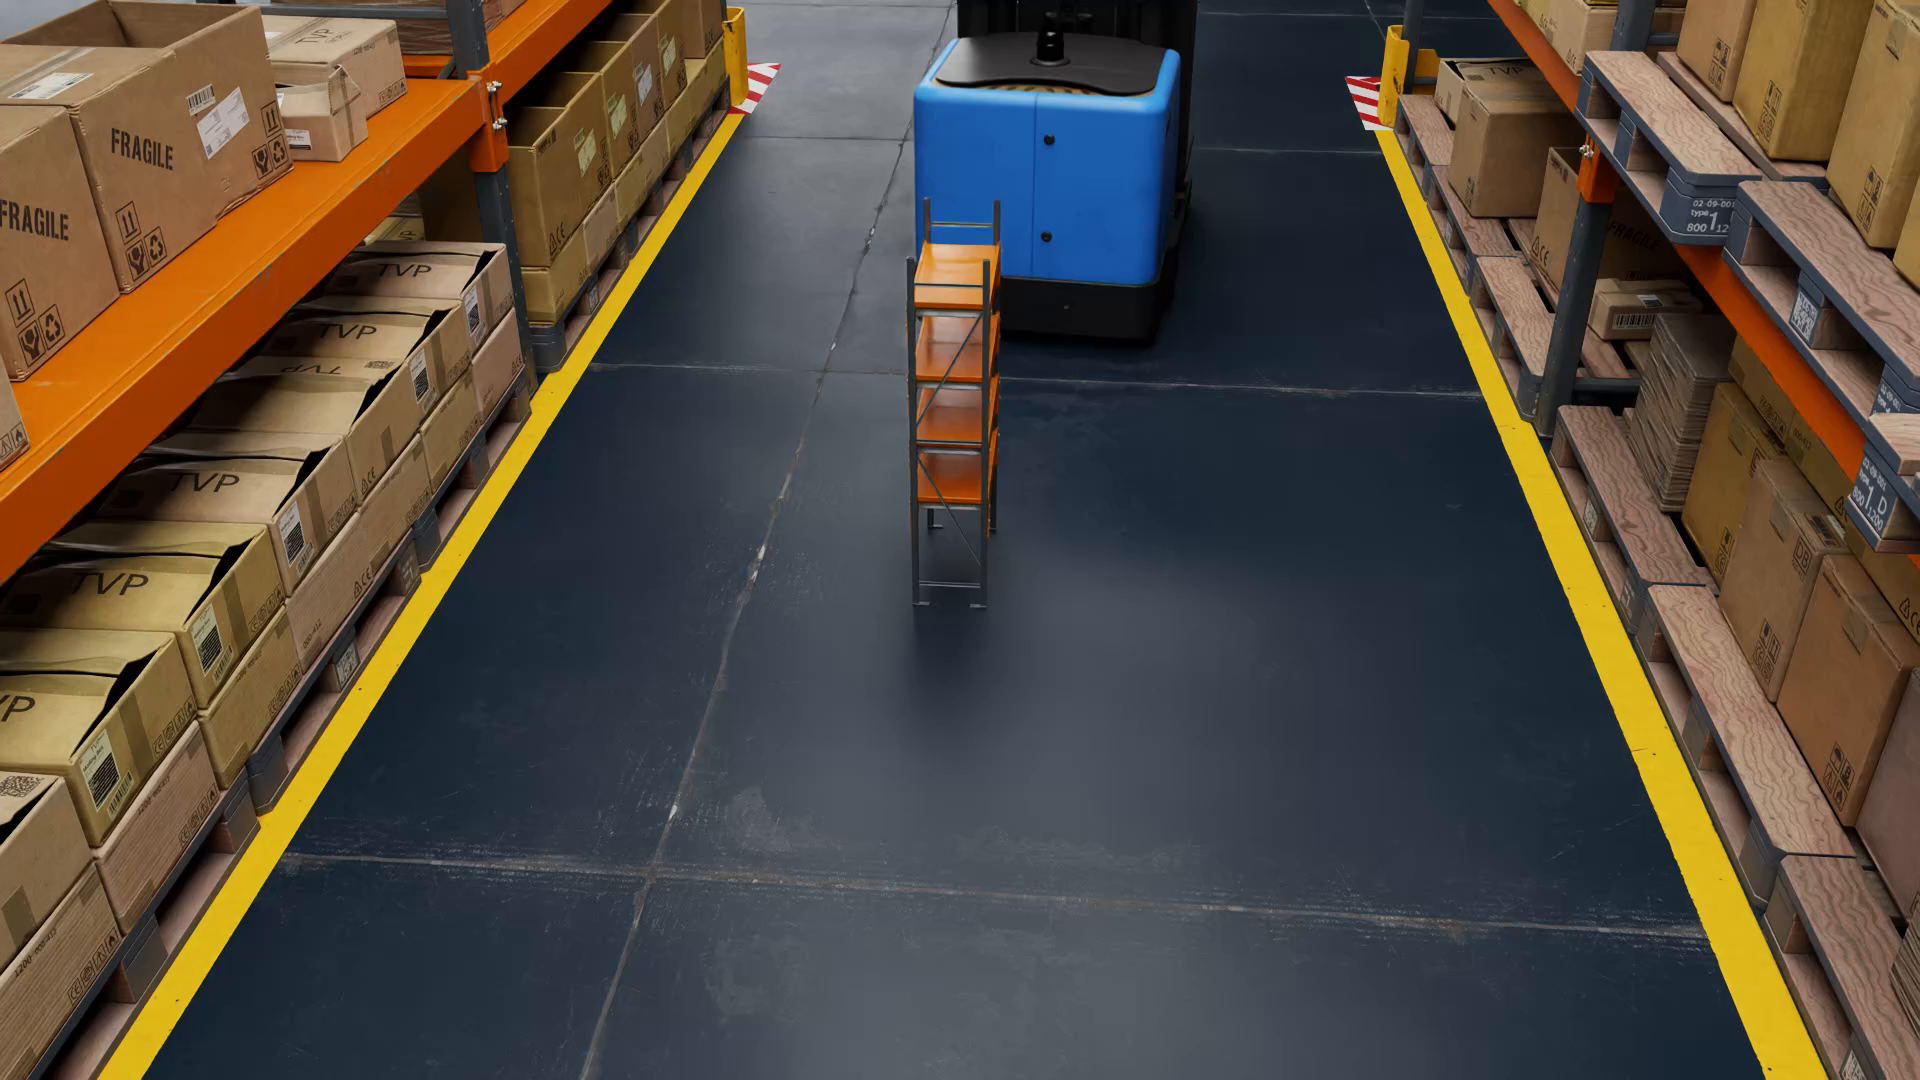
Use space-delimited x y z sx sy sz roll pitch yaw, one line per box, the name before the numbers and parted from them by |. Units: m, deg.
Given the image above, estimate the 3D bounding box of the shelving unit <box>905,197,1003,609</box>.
shelving unit | -0.013 -0.424 5.295 0.258 1.200 0.503 2 32 4

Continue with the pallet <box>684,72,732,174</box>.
pallet | -1.907 -2.386 9.420 1.003 0.211 1.213 2 32 4

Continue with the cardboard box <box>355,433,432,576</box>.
cardboard box | -2.042 -0.130 5.323 0.500 0.250 0.500 3 32 5

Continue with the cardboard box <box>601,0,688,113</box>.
cardboard box | -1.701 -2.486 8.430 0.500 0.500 0.500 2 32 4

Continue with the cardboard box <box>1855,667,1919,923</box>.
cardboard box | 2.564 0.652 3.796 0.700 0.500 0.500 2 32 4

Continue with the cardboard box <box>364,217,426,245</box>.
cardboard box | -2.393 -1.143 6.966 0.500 0.250 0.500 2 32 4

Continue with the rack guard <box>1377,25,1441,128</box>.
rack guard | 3.044 -2.661 9.592 1.175 0.500 0.348 2 32 4

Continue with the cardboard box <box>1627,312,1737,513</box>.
cardboard box | 2.682 -0.411 5.521 0.700 0.500 0.500 3 32 6

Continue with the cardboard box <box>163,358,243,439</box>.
cardboard box | -2.581 -0.392 5.214 0.500 0.311 0.500 1 32 2

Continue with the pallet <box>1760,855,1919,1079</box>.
pallet | 2.464 1.197 3.607 1.003 0.211 1.213 2 32 4

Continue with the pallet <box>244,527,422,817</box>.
pallet | -2.330 0.331 5.012 1.003 0.211 1.213 2 32 4

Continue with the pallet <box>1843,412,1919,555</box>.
pallet | 2.351 0.123 2.875 1.213 0.211 1.003 2 32 4

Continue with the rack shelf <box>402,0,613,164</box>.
rack shelf | -2.050 -2.623 7.832 1.077 0.370 4.000 2 32 4

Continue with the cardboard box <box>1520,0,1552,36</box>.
cardboard box | 2.510 -2.139 6.486 0.500 0.250 0.500 3 32 4

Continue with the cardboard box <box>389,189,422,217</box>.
cardboard box | -2.340 -1.723 7.193 0.500 0.500 0.500 2 32 4

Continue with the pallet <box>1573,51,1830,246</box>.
pallet | 2.518 -1.198 5.018 1.003 0.211 1.213 2 32 4

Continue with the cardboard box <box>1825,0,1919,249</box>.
cardboard box | 2.574 -1.001 4.001 0.700 0.500 0.500 7 32 11

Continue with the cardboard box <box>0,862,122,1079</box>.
cardboard box | -2.203 0.939 3.588 0.500 0.250 0.500 2 32 4

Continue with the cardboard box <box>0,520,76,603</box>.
cardboard box | -2.661 0.141 4.348 0.500 0.311 0.500 2 32 4

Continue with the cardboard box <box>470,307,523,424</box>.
cardboard box | -1.957 -0.662 6.186 0.500 0.250 0.500 2 32 4

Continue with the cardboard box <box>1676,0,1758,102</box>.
cardboard box | 2.650 -1.639 5.035 0.700 0.500 0.500 3 32 4

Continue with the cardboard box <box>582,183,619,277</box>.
cardboard box | -1.827 -1.382 7.354 0.500 0.250 0.500 2 32 4

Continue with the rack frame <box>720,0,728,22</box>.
rack frame | -1.887 -3.975 9.341 1.000 3.000 0.127 2 32 4

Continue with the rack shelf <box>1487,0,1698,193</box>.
rack shelf | 2.888 -2.413 7.492 1.077 0.370 4.000 2 32 4

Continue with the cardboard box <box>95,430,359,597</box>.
cardboard box | -2.083 -0.110 4.756 0.500 0.311 0.500 2 32 3

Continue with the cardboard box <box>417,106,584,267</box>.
cardboard box | -1.863 -1.440 6.733 0.500 0.500 0.500 2 32 4

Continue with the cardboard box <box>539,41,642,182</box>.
cardboard box | -1.782 -1.963 7.581 0.500 0.500 0.500 2 32 4

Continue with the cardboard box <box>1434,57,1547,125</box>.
cardboard box | 2.905 -2.450 9.010 0.500 0.311 0.500 -1 32 -2

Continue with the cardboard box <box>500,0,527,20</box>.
cardboard box | -2.146 -2.434 6.745 0.700 0.500 0.500 2 32 3

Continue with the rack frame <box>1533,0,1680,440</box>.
rack frame | 2.725 -1.673 5.606 1.000 3.000 0.127 2 32 4

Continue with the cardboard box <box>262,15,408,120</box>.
cardboard box | -2.209 -1.560 5.565 0.500 0.250 0.500 4 32 7

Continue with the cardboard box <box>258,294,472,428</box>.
cardboard box | -1.996 -0.634 5.605 0.500 0.311 0.500 3 32 5

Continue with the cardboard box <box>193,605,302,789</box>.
cardboard box | -2.127 0.404 4.456 0.500 0.250 0.500 2 32 3

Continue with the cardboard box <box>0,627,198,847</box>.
cardboard box | -2.169 0.425 3.887 0.500 0.311 0.500 2 32 3

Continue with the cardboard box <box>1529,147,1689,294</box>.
cardboard box | 2.770 -1.341 7.030 0.500 0.500 0.500 0 32 0

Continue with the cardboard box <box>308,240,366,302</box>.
cardboard box | -2.495 -0.925 6.077 0.500 0.311 0.500 3 32 4

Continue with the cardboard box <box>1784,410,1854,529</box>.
cardboard box | 2.611 -0.228 4.509 0.500 0.250 0.500 2 32 3

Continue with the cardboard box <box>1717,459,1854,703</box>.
cardboard box | 2.608 0.126 4.649 0.700 0.500 0.500 3 32 5

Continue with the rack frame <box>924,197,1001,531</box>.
rack frame | 0.006 -0.552 5.502 0.240 1.200 0.015 2 32 4

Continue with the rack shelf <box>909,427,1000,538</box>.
rack shelf | -0.013 -0.198 5.434 0.258 0.148 0.480 2 32 4

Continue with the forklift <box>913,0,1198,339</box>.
forklift | 0.577 -2.850 7.581 1.130 2.935 3.031 6 32 9

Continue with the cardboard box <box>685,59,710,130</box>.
cardboard box | -1.665 -2.428 9.051 0.500 0.250 0.500 2 32 4

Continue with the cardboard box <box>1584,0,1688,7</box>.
cardboard box | 2.455 -2.198 5.866 0.500 0.500 0.500 2 32 4

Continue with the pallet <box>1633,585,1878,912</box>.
pallet | 2.566 0.560 4.639 1.003 0.211 1.213 2 32 4

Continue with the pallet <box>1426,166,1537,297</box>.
pallet | 2.841 -1.479 7.948 1.003 0.211 1.213 2 32 4

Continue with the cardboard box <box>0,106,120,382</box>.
cardboard box | -2.418 -0.712 3.951 0.500 0.500 0.500 1 32 1

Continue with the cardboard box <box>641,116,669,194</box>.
cardboard box | -1.746 -1.905 8.203 0.500 0.250 0.500 2 32 4

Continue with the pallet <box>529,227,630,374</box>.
pallet | -2.106 -1.110 7.350 1.003 0.211 1.213 2 32 4

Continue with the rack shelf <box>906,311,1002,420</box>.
rack shelf | -0.013 -0.557 5.213 0.258 0.148 0.480 2 32 4

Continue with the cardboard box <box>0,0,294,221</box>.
cardboard box | -2.334 -1.249 4.823 0.500 0.500 0.500 5 32 8
